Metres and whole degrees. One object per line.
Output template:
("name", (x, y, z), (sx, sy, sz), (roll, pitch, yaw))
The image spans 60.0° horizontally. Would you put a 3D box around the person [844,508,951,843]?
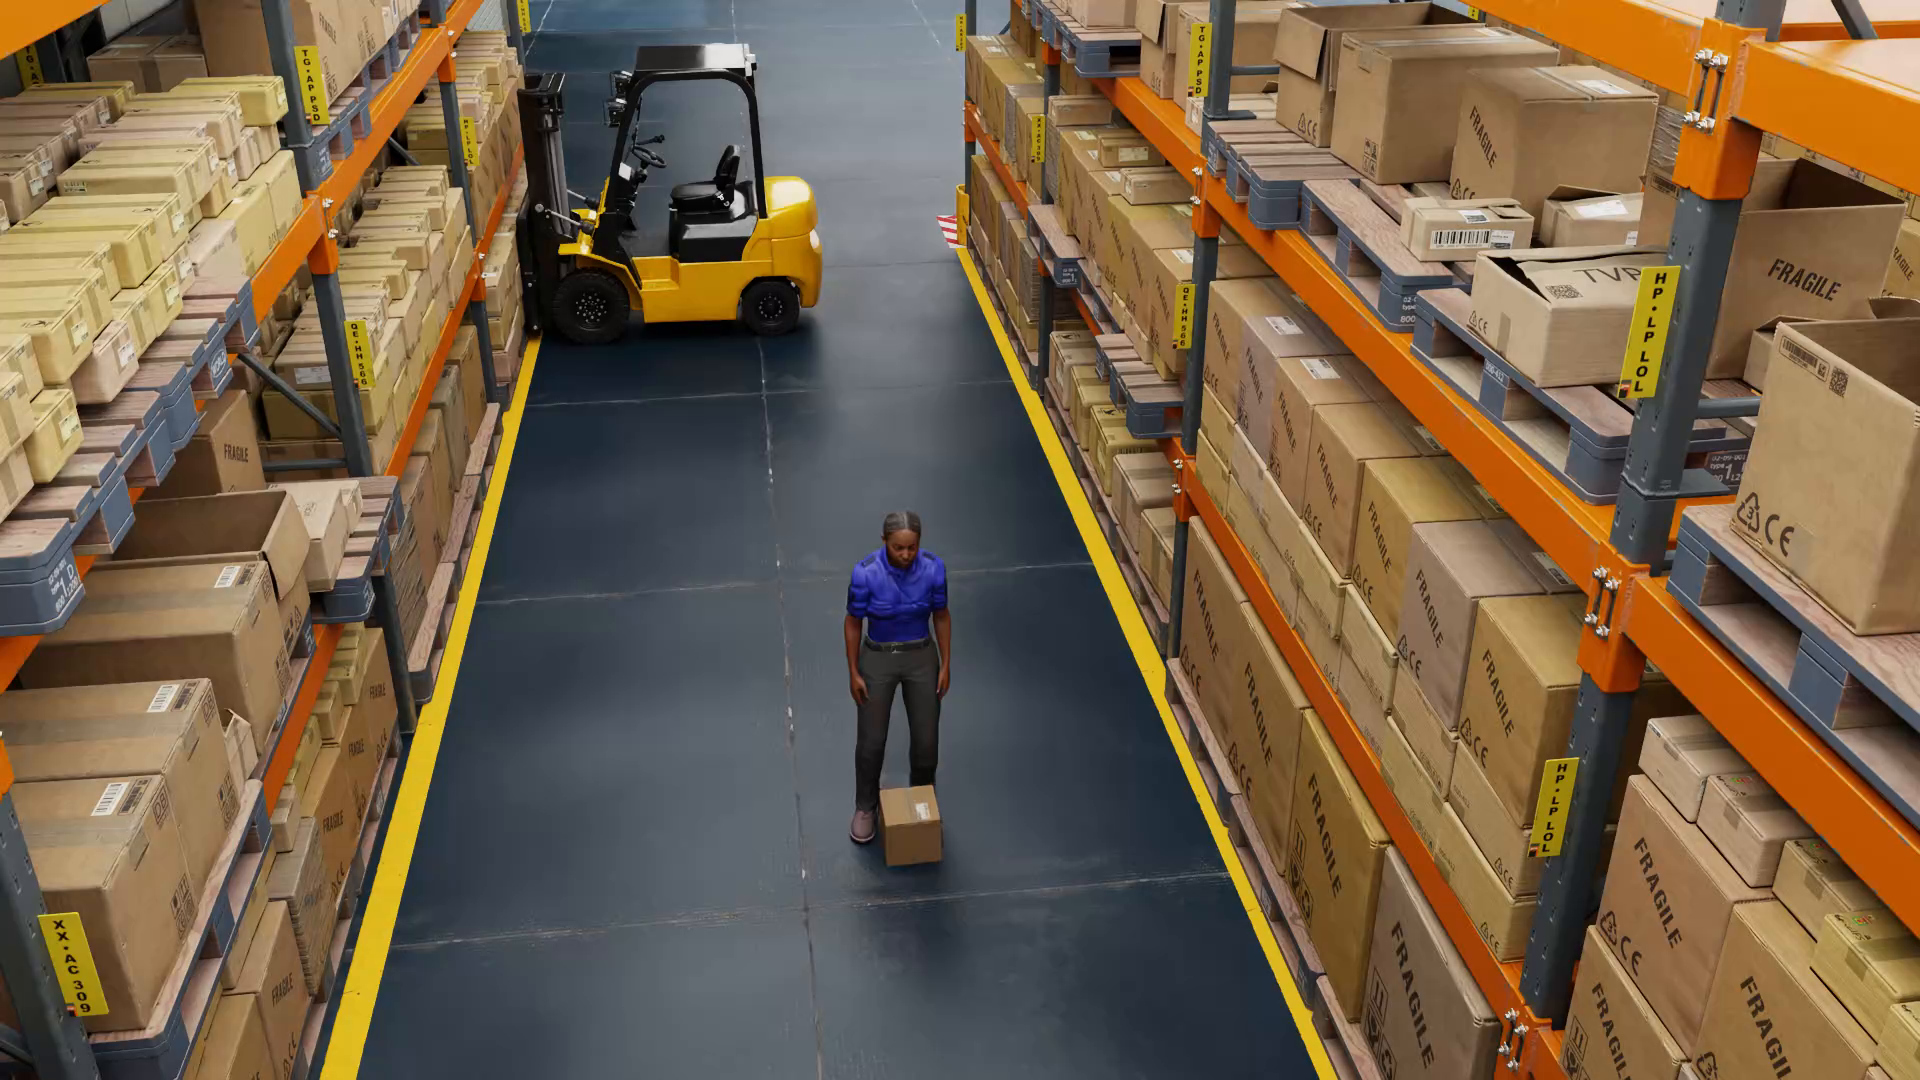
("person", (-0.280, 0.585, 7.490), (0.503, 1.656, 0.349), (-5, 28, -9))
